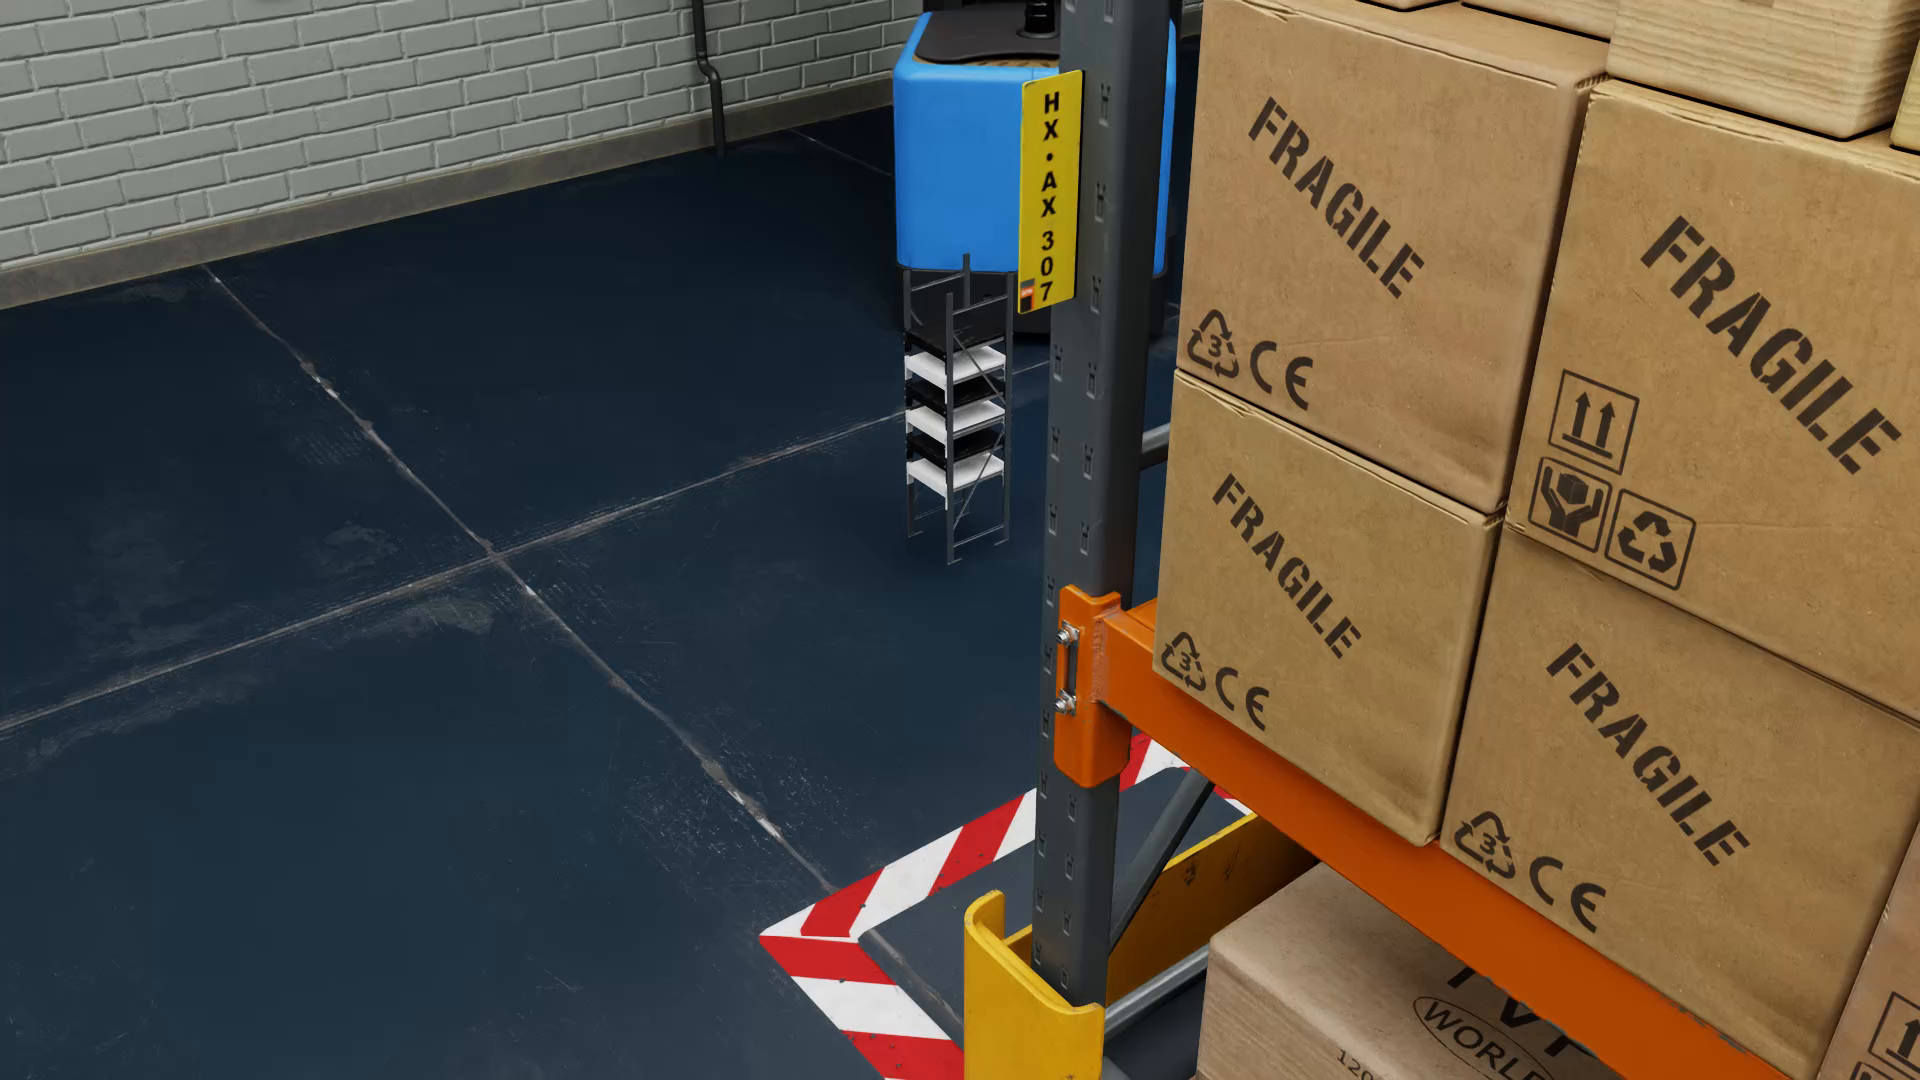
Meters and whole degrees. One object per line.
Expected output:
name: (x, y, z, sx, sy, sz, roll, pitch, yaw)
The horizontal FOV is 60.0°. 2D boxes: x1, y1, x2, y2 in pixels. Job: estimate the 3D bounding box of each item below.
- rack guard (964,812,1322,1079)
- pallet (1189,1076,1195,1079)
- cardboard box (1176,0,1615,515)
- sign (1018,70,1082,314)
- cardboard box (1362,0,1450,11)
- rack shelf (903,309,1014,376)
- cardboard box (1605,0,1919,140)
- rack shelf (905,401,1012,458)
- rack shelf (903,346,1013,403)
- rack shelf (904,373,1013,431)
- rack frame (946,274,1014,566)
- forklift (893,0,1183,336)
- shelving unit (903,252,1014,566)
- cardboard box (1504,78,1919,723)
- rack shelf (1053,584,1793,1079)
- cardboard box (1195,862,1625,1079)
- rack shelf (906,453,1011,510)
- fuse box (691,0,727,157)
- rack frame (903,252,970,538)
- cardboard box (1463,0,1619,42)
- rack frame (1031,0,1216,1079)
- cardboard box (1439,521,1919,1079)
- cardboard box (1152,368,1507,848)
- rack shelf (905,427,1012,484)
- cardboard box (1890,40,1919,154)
rack guard: (0.549, 0.806, 3.478, 1.175, 0.500, 0.348, -22, 38, -31)
pallet: (1.116, 1.247, 3.043, 1.003, 0.211, 1.213, -22, 38, -31)
cardboard box: (0.633, -0.421, 2.042, 0.500, 0.500, 0.500, -23, 39, -32)
sign: (0.122, -0.470, 2.268, 0.100, 0.325, 0.005, -22, 38, -31)
cardboard box: (0.563, -0.751, 1.959, 0.380, 0.149, 0.250, -21, 38, -30)
rack shelf: (-0.005, -0.587, 4.893, 0.258, 0.077, 0.200, -22, 38, -31)
cardboard box: (0.848, -0.519, 1.586, 0.380, 0.149, 0.250, -21, 38, -30)
rack shelf: (-0.005, -0.357, 5.036, 0.258, 0.077, 0.200, -22, 38, -31)
rack shelf: (-0.005, -0.510, 4.941, 0.258, 0.077, 0.200, -22, 38, -31)
rack shelf: (-0.005, -0.434, 4.988, 0.258, 0.077, 0.200, -22, 38, -31)
rack frame: (0.057, -0.343, 4.950, 0.240, 0.900, 0.006, -22, 38, -31)
forklift: (0.413, -2.776, 6.941, 1.130, 2.935, 3.031, 3, 32, 5)
shelving unit: (-0.005, -0.386, 5.018, 0.258, 0.900, 0.210, -22, 38, -31)
cardboard box: (0.955, -0.208, 1.699, 0.500, 0.500, 0.500, -23, 39, -33)
rack shelf: (1.790, 0.893, 1.650, 1.077, 0.370, 4.000, -22, 38, -31)
cardboard box: (1.047, 0.907, 2.977, 0.875, 0.438, 0.875, -24, 39, -33)
rack shelf: (-0.005, -0.204, 5.131, 0.258, 0.077, 0.200, -22, 38, -31)
fuse box: (-1.164, -2.660, 7.910, 0.539, 1.711, 0.414, -22, 38, -31)
rack frame: (-0.067, -0.428, 5.086, 0.240, 0.900, 0.006, -22, 38, -31)
cardboard box: (0.780, -0.665, 1.820, 0.380, 0.149, 0.250, -21, 38, -30)
rack frame: (0.564, -0.246, 2.803, 1.000, 3.000, 0.127, -22, 38, -31)
cardboard box: (0.963, 0.207, 1.980, 0.500, 0.500, 0.500, -23, 38, -32)
cardboard box: (0.631, 0.005, 2.305, 0.500, 0.500, 0.500, -23, 38, -32)
rack shelf: (-0.005, -0.281, 5.083, 0.258, 0.077, 0.200, -22, 38, -31)
cardboard box: (1.024, -0.415, 1.419, 0.380, 0.149, 0.250, -24, 39, -33)
